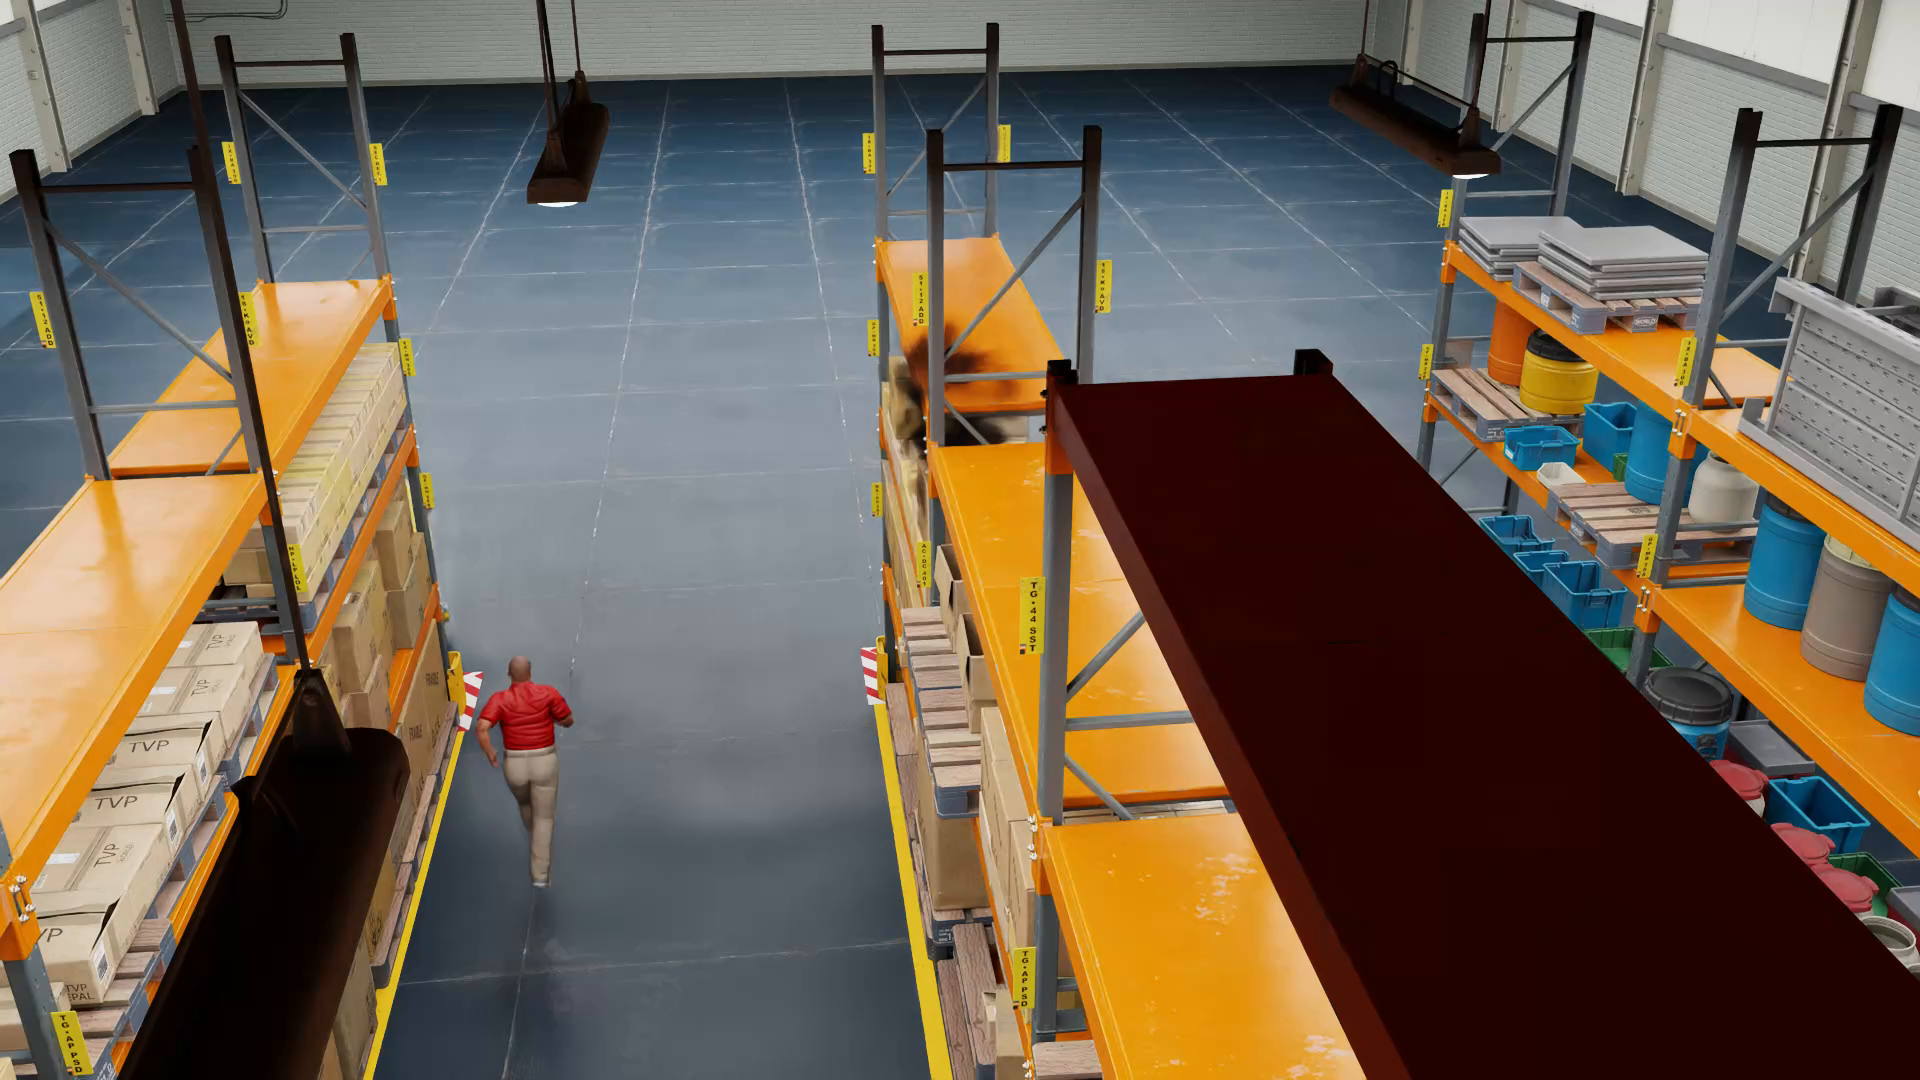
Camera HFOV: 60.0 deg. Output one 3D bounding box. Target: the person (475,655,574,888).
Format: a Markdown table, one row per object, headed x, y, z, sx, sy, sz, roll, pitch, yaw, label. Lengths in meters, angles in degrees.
| x | y | z | sx | sy | sz | roll | pitch | yaw | label |
| --- | --- | --- | --- | --- | --- | --- | --- | --- | --- |
| -3.167 | 1.759 | 12.295 | 0.658 | 1.797 | 0.949 | -2 | 26 | -4 | person |

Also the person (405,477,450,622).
| x | y | z | sx | sy | sz | roll | pitch | yaw | label |
| --- | --- | --- | --- | --- | --- | --- | --- | --- | --- |
| -5.478 | 0.064 | 16.453 | 1.038 | 1.712 | 0.749 | 20 | 32 | 36 | person |
